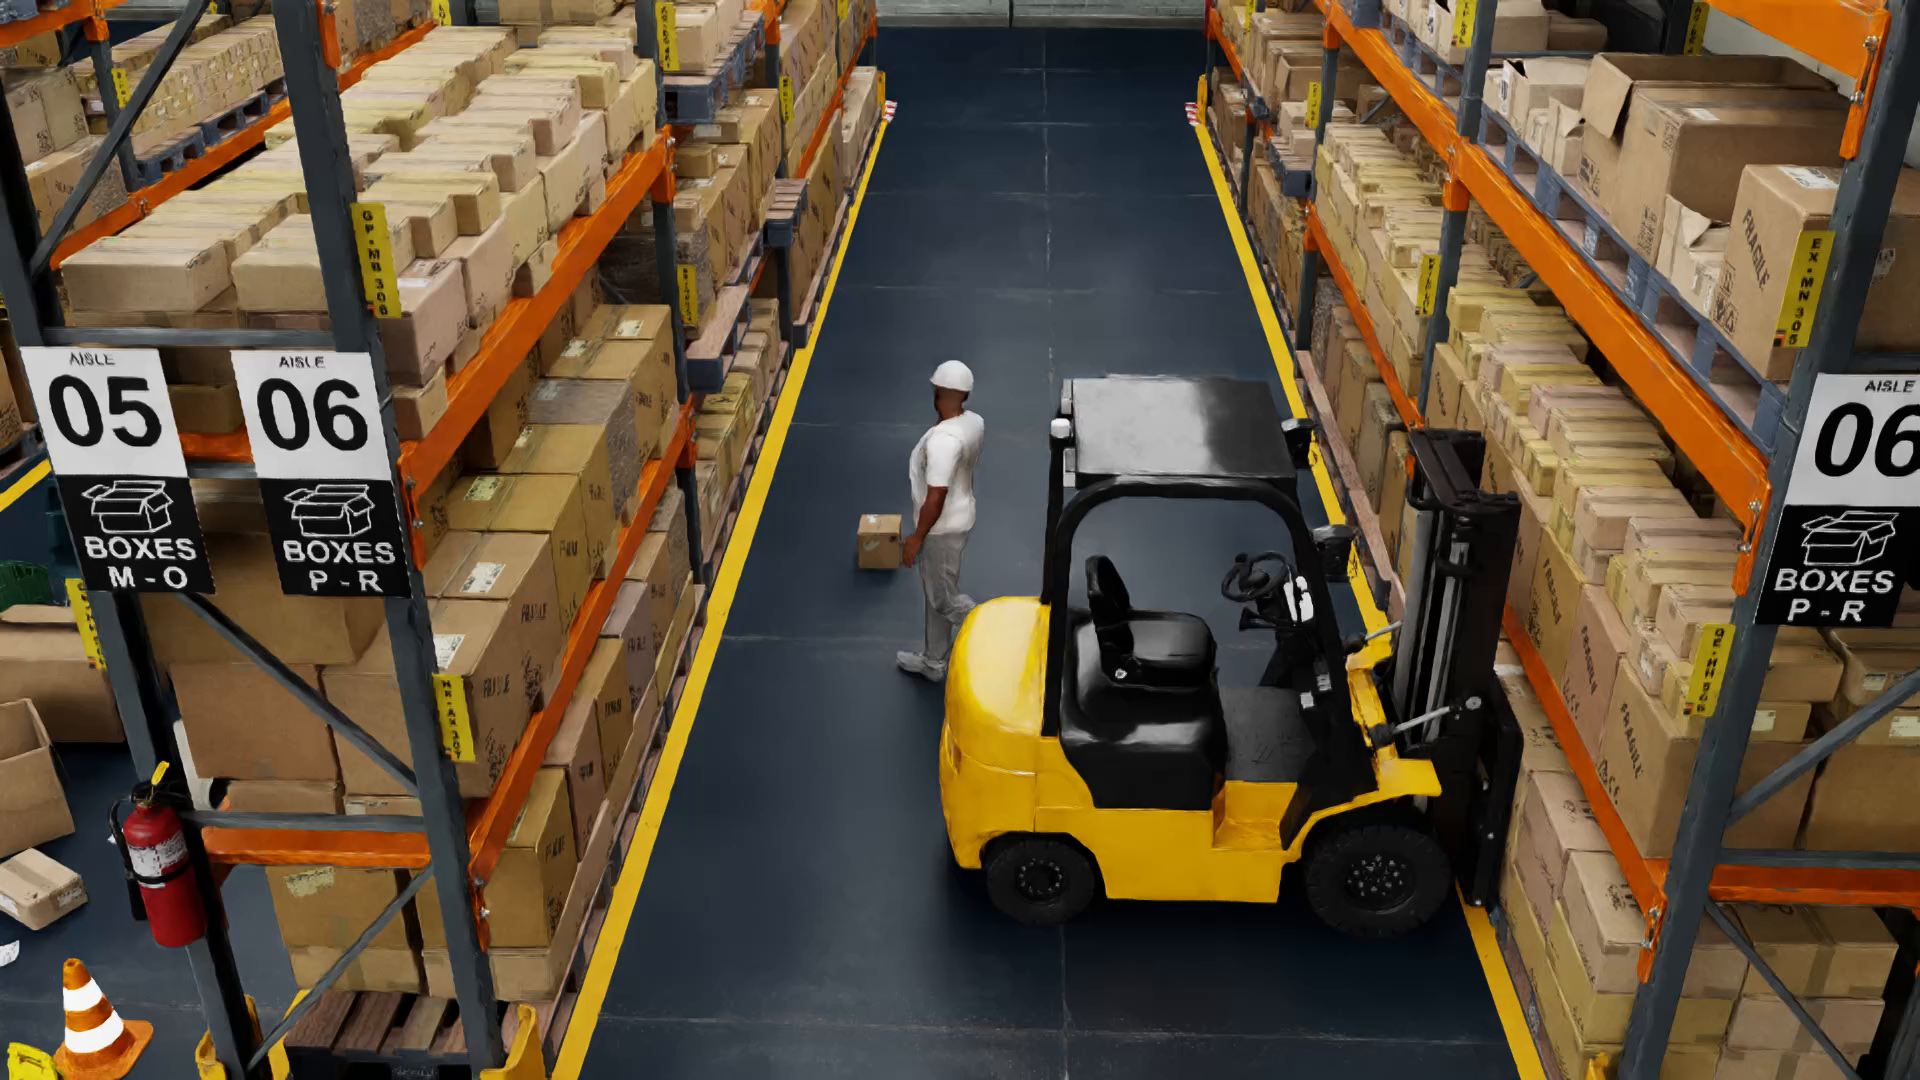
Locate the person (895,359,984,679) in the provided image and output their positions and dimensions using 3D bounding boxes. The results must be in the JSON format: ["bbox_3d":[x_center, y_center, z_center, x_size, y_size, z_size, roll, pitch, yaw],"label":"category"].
[{"bbox_3d":[-0.049,-0.088,8.783,0.619,1.746,0.619,4,28,7],"label":"person"}]
